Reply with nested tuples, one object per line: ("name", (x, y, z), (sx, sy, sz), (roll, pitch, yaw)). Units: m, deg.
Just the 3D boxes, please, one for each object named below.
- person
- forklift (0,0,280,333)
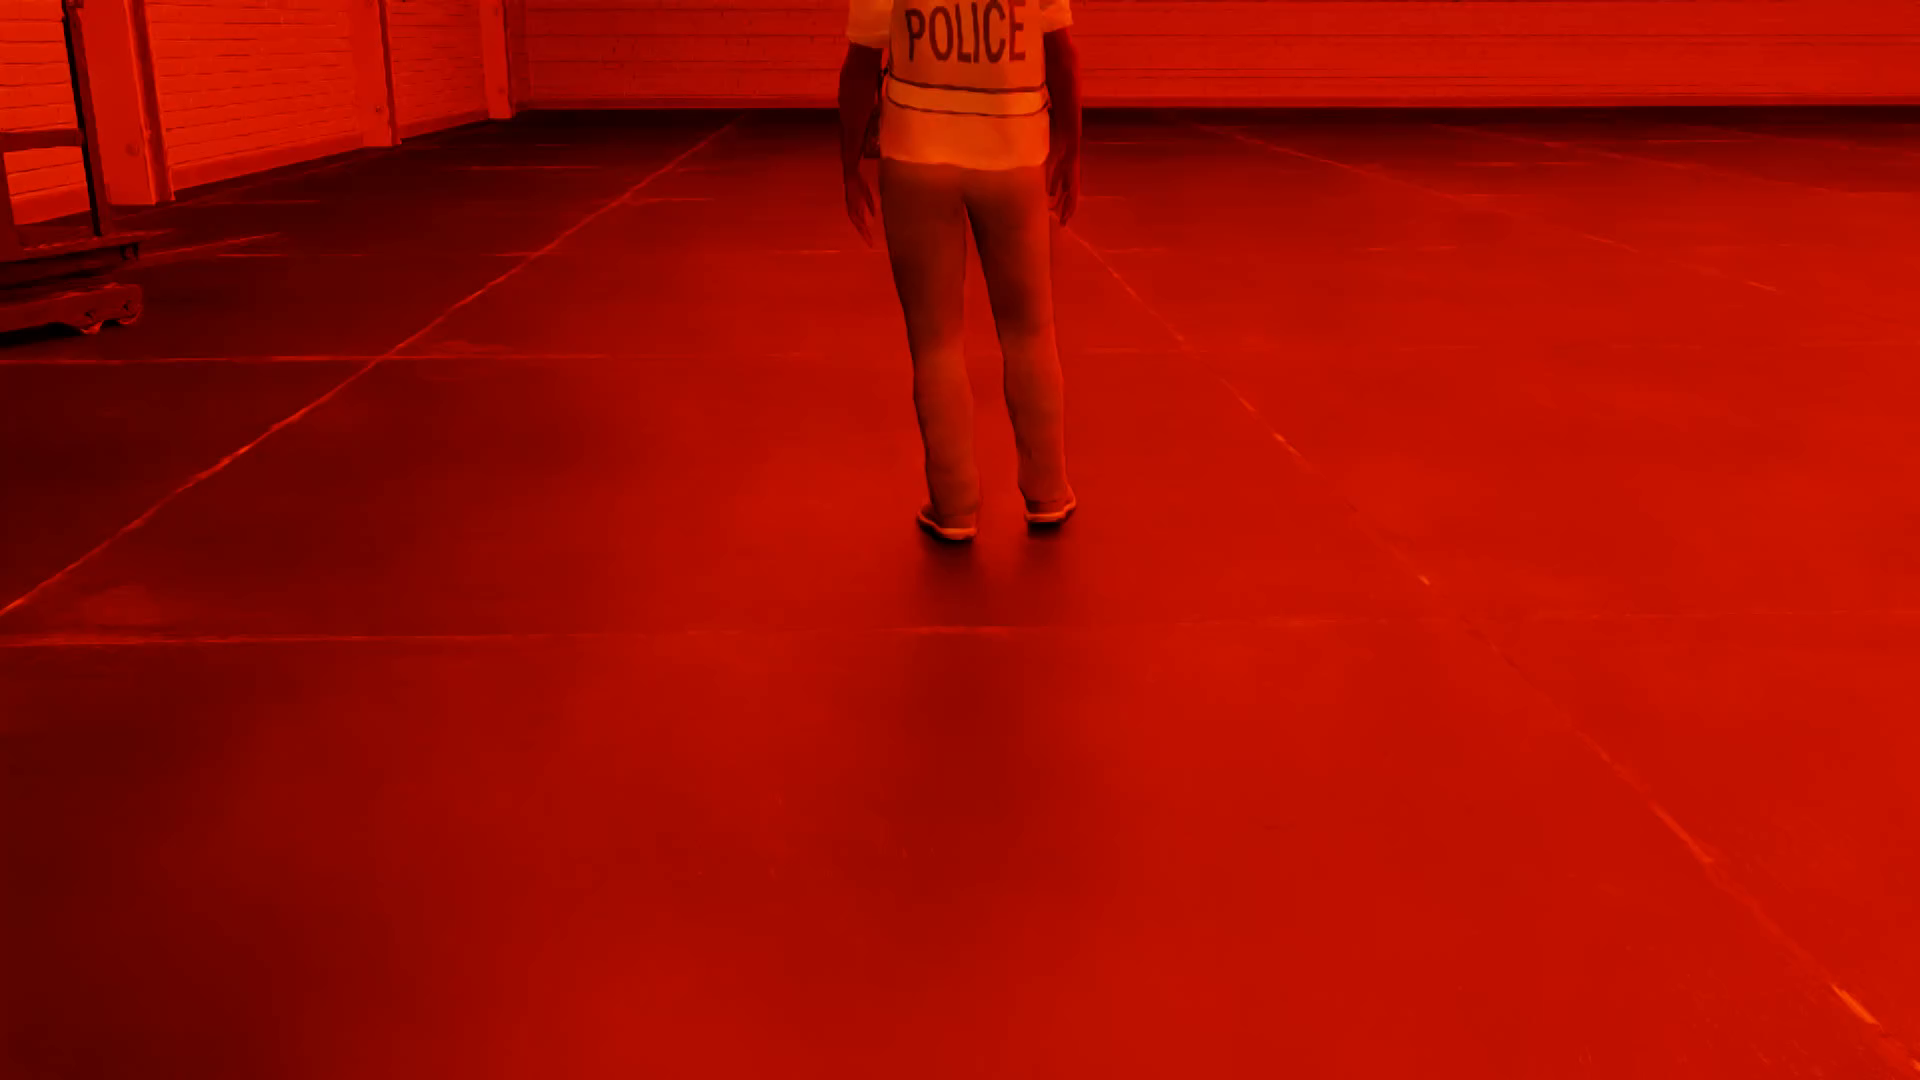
("person", (0.016, -0.840, 3.741), (0.570, 1.695, 0.529), (-1, 17, -3))
("forklift", (-3.998, -2.252, 6.268), (1.130, 2.935, 3.031), (5, 18, 16))
